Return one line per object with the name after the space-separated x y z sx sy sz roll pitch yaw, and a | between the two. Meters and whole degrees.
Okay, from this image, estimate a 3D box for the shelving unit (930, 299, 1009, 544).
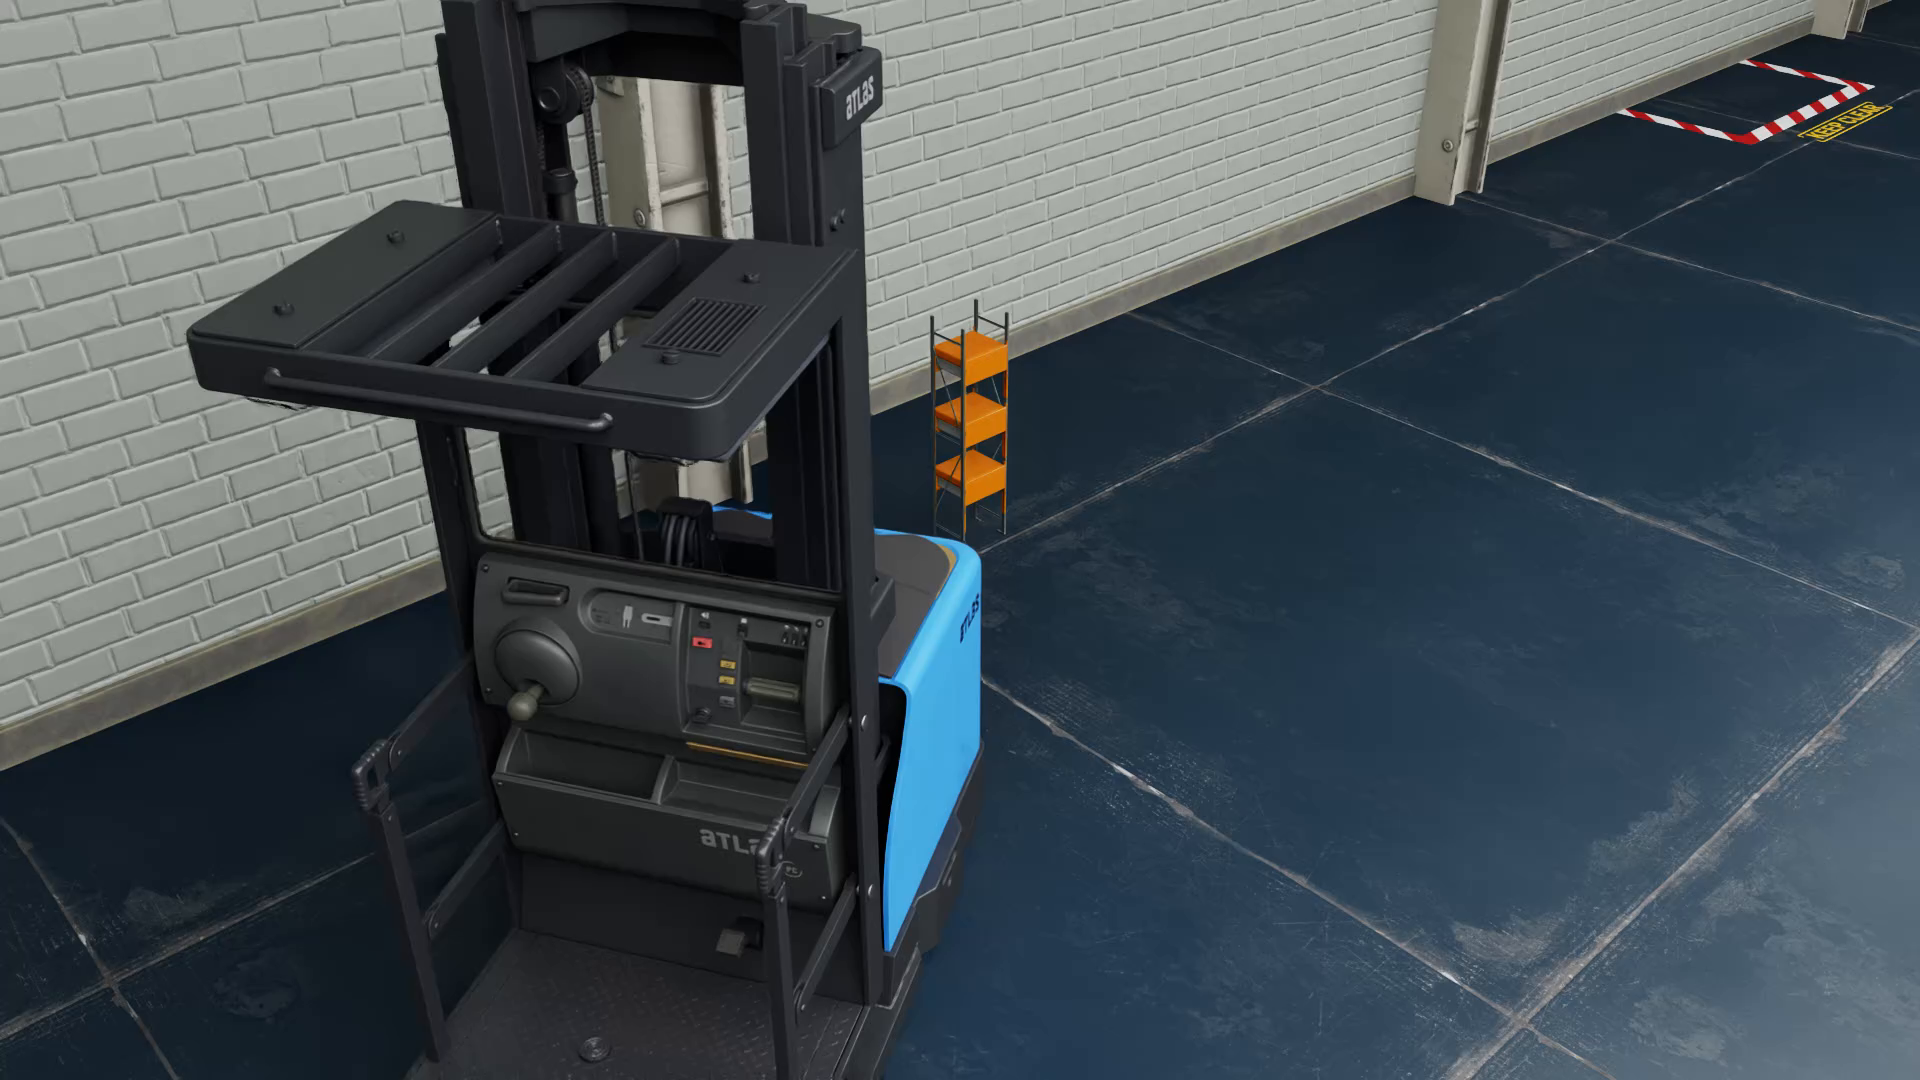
0.039 -0.467 7.007 0.252 1.050 0.215 -26 40 -35 | shelving unit

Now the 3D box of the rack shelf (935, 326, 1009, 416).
0.039 -0.700 6.865 0.240 0.259 0.215 -26 40 -35 | rack shelf

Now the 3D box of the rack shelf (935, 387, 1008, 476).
0.039 -0.458 7.013 0.240 0.259 0.215 -26 40 -35 | rack shelf

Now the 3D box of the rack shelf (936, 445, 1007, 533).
0.039 -0.221 7.158 0.240 0.259 0.215 -26 40 -35 | rack shelf

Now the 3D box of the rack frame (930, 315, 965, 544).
-0.050 -0.424 6.936 0.008 1.050 0.200 -26 40 -35 | rack frame

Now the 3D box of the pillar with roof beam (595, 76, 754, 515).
1.746 -2.364 2.491 0.400 9.000 9.100 -26 40 -35 | pillar with roof beam

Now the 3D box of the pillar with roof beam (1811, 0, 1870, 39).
10.545 -6.621 9.452 0.400 9.000 9.100 -26 40 -35 | pillar with roof beam

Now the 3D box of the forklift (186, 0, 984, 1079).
-0.816 0.342 3.881 1.130 2.935 3.031 9 32 14 | forklift

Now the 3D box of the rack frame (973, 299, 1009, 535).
0.129 -0.510 7.078 0.008 1.050 0.200 -26 40 -35 | rack frame

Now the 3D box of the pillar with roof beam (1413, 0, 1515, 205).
6.145 -4.493 5.971 0.400 9.000 9.100 -26 40 -35 | pillar with roof beam
